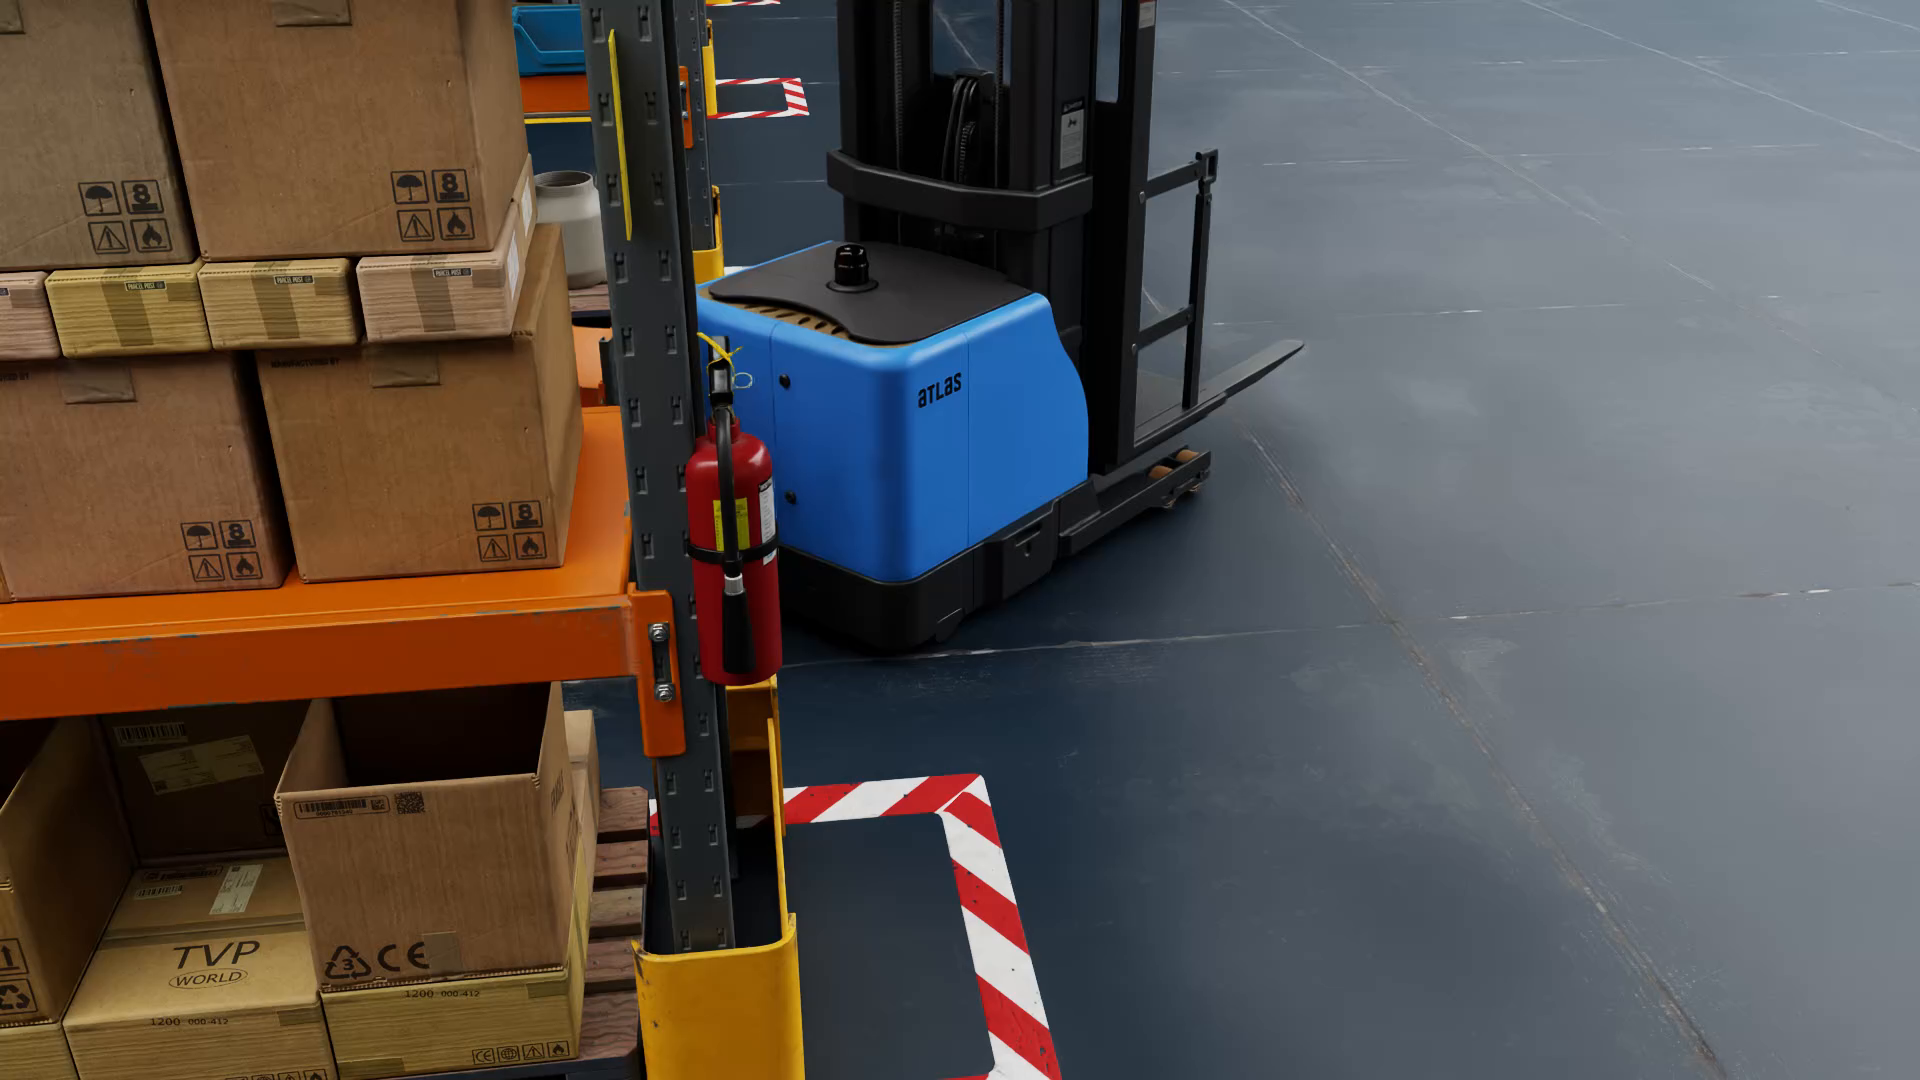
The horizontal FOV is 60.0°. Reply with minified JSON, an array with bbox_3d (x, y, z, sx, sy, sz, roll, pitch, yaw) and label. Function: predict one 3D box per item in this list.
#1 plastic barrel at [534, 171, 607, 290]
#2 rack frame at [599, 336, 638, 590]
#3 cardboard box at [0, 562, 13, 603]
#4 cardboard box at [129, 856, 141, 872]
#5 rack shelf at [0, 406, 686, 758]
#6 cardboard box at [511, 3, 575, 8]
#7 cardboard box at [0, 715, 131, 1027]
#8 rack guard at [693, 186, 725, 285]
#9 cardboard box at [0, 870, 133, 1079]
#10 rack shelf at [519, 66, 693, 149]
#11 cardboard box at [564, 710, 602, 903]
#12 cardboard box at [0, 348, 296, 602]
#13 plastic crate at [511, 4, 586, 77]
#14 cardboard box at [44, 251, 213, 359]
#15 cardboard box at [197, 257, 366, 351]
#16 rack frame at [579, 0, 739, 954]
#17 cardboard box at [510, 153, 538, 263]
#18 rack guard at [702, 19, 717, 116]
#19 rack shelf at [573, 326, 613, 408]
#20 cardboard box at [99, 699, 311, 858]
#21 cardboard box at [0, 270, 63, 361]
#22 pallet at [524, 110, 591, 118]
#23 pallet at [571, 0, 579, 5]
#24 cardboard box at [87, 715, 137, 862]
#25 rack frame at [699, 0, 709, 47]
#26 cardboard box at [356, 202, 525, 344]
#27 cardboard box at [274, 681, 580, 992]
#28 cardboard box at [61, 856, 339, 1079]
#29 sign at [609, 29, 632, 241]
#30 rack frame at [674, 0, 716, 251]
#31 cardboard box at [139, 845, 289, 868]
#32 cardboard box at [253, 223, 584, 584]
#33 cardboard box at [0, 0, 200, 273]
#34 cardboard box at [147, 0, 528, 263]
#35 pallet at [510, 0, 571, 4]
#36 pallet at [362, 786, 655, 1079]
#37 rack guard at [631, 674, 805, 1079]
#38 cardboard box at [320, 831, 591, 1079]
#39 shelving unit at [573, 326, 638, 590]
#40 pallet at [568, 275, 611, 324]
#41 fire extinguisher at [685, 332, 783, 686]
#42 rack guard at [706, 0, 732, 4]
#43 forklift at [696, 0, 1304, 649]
[{"bbox_3d":[-1.945,-1.530,8.212,0.421,0.512,0.421,0,27,0],"label":"plastic barrel"},{"bbox_3d":[-1.015,-0.201,5.409,0.032,1.125,0.500,5,28,9],"label":"rack frame"},{"bbox_3d":[-2.094,-0.243,3.329,0.500,0.500,0.700,-3,27,-7],"label":"cardboard box"},{"bbox_3d":[-2.170,0.748,4.059,0.500,0.250,0.500,-4,27,-7],"label":"cardboard box"},{"bbox_3d":[-2.598,0.160,3.441,4.000,0.370,1.077,-4,27,-7],"label":"rack shelf"},{"bbox_3d":[-3.202,-3.755,12.560,0.500,0.500,0.500,3,27,6],"label":"cardboard box"},{"bbox_3d":[-2.096,0.654,3.419,0.500,0.500,0.500,-4,27,-7],"label":"cardboard box"},{"bbox_3d":[-1.373,-1.389,8.409,0.348,0.500,1.175,-4,27,-7],"label":"rack guard"},{"bbox_3d":[-2.096,0.987,3.593,0.500,0.250,0.500,-4,27,-7],"label":"cardboard box"},{"bbox_3d":[-3.285,-2.080,7.805,4.000,0.370,1.077,-4,27,-7],"label":"rack shelf"},{"bbox_3d":[-1.180,0.683,4.186,0.500,0.250,0.500,-4,27,-7],"label":"cardboard box"},{"bbox_3d":[-1.601,-0.272,3.385,0.500,0.500,0.700,-3,27,-6],"label":"cardboard box"},{"bbox_3d":[-1.758,-2.294,7.597,0.616,0.251,0.499,-4,27,-7],"label":"plastic crate"},{"bbox_3d":[-1.482,-0.476,3.073,0.250,0.149,0.380,-4,27,-8],"label":"cardboard box"},{"bbox_3d":[-1.229,-0.493,3.104,0.250,0.149,0.380,-3,27,-6],"label":"cardboard box"},{"bbox_3d":[-0.618,-0.287,3.524,0.127,3.000,1.000,-4,27,-7],"label":"rack frame"},{"bbox_3d":[-1.036,-0.693,3.494,0.250,0.149,0.380,-4,27,-7],"label":"cardboard box"},{"bbox_3d":[-2.069,-3.649,12.814,0.348,0.500,1.175,-4,27,-7],"label":"rack guard"},{"bbox_3d":[-1.515,-0.502,5.356,1.000,0.278,0.538,5,28,9],"label":"rack shelf"},{"bbox_3d":[-1.675,0.382,3.951,0.500,0.500,0.500,-4,27,-7],"label":"cardboard box"},{"bbox_3d":[-1.731,-0.461,3.043,0.250,0.149,0.380,-3,27,-6],"label":"cardboard box"},{"bbox_3d":[-2.879,-3.485,12.810,1.213,0.211,1.003,-4,27,-7],"label":"pallet"},{"bbox_3d":[-3.366,-5.688,17.104,1.213,0.211,1.003,-4,27,-7],"label":"pallet"},{"bbox_3d":[-2.168,0.419,3.877,0.500,0.500,0.500,-4,27,-7],"label":"cardboard box"},{"bbox_3d":[-1.994,-4.766,12.253,0.127,3.000,1.000,-4,27,-7],"label":"rack frame"},{"bbox_3d":[-0.970,-0.510,3.138,0.250,0.149,0.380,-4,27,-8],"label":"cardboard box"},{"bbox_3d":[-1.107,0.584,3.556,0.500,0.500,0.500,-4,27,-7],"label":"cardboard box"},{"bbox_3d":[-1.601,0.954,3.657,0.500,0.250,0.500,-4,27,-7],"label":"cardboard box"},{"bbox_3d":[-0.556,-0.662,2.726,0.005,0.325,0.100,-4,27,-7],"label":"sign"},{"bbox_3d":[-1.304,-2.527,7.889,0.127,3.000,1.000,-4,27,-7],"label":"rack frame"},{"bbox_3d":[-1.674,0.716,4.120,0.500,0.250,0.500,-4,27,-7],"label":"cardboard box"},{"bbox_3d":[-1.082,-0.308,3.455,0.500,0.500,0.700,-4,27,-7],"label":"cardboard box"},{"bbox_3d":[-1.654,-0.846,3.082,0.500,0.500,0.700,-4,27,-8],"label":"cardboard box"},{"bbox_3d":[-1.134,-0.882,3.152,0.500,0.500,0.700,-4,27,-7],"label":"cardboard box"},{"bbox_3d":[-4.571,-5.612,16.955,1.213,0.211,1.003,-4,27,-7],"label":"pallet"},{"bbox_3d":[-1.369,1.021,4.029,1.213,0.211,1.003,-4,27,-7],"label":"pallet"},{"bbox_3d":[-0.594,0.823,4.098,0.348,0.500,1.175,-4,27,-7],"label":"rack guard"},{"bbox_3d":[-1.108,0.917,3.729,0.500,0.250,0.500,-4,27,-7],"label":"cardboard box"},{"bbox_3d":[-1.515,-0.242,5.489,1.048,1.125,0.538,5,28,9],"label":"shelving unit"},{"bbox_3d":[-2.178,-1.211,8.379,1.213,0.211,1.003,-4,27,-7],"label":"pallet"},{"bbox_3d":[-0.436,-0.050,3.147,0.183,0.674,0.296,-4,27,-7],"label":"fire extinguisher"},{"bbox_3d":[-2.561,-5.904,17.209,0.348,0.500,1.175,-4,27,-7],"label":"rack guard"},{"bbox_3d":[0.344,-1.553,6.066,1.130,2.935,3.031,20,33,34],"label":"forklift"}]
